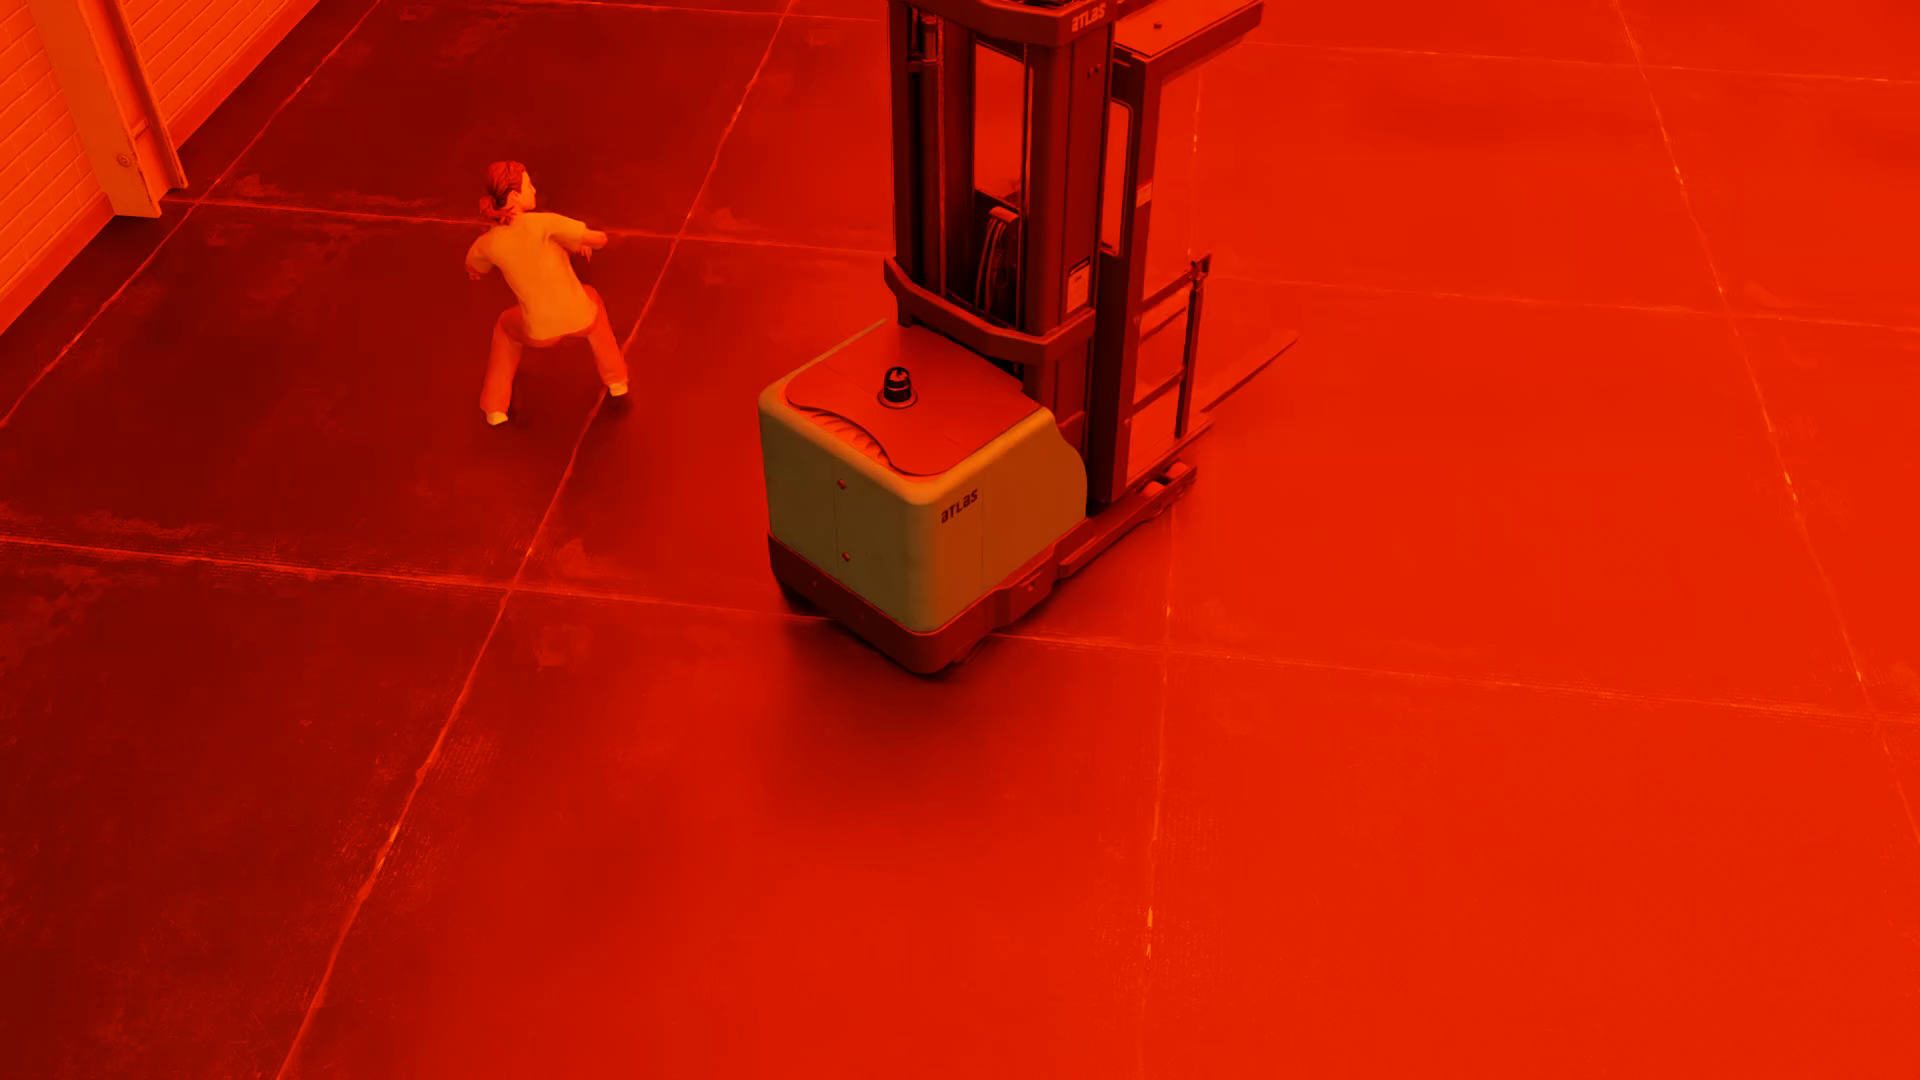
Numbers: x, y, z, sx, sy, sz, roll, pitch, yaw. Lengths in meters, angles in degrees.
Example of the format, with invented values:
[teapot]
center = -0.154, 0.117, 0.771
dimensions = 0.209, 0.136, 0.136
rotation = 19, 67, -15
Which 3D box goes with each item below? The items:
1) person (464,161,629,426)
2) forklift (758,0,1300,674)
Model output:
[person]
center = -2.092, -1.215, 8.210
dimensions = 0.771, 1.431, 0.749
rotation = -9, 43, -10
[forklift]
center = 0.507, -1.409, 7.258
dimensions = 1.130, 2.935, 3.031
rotation = 32, 52, 30
